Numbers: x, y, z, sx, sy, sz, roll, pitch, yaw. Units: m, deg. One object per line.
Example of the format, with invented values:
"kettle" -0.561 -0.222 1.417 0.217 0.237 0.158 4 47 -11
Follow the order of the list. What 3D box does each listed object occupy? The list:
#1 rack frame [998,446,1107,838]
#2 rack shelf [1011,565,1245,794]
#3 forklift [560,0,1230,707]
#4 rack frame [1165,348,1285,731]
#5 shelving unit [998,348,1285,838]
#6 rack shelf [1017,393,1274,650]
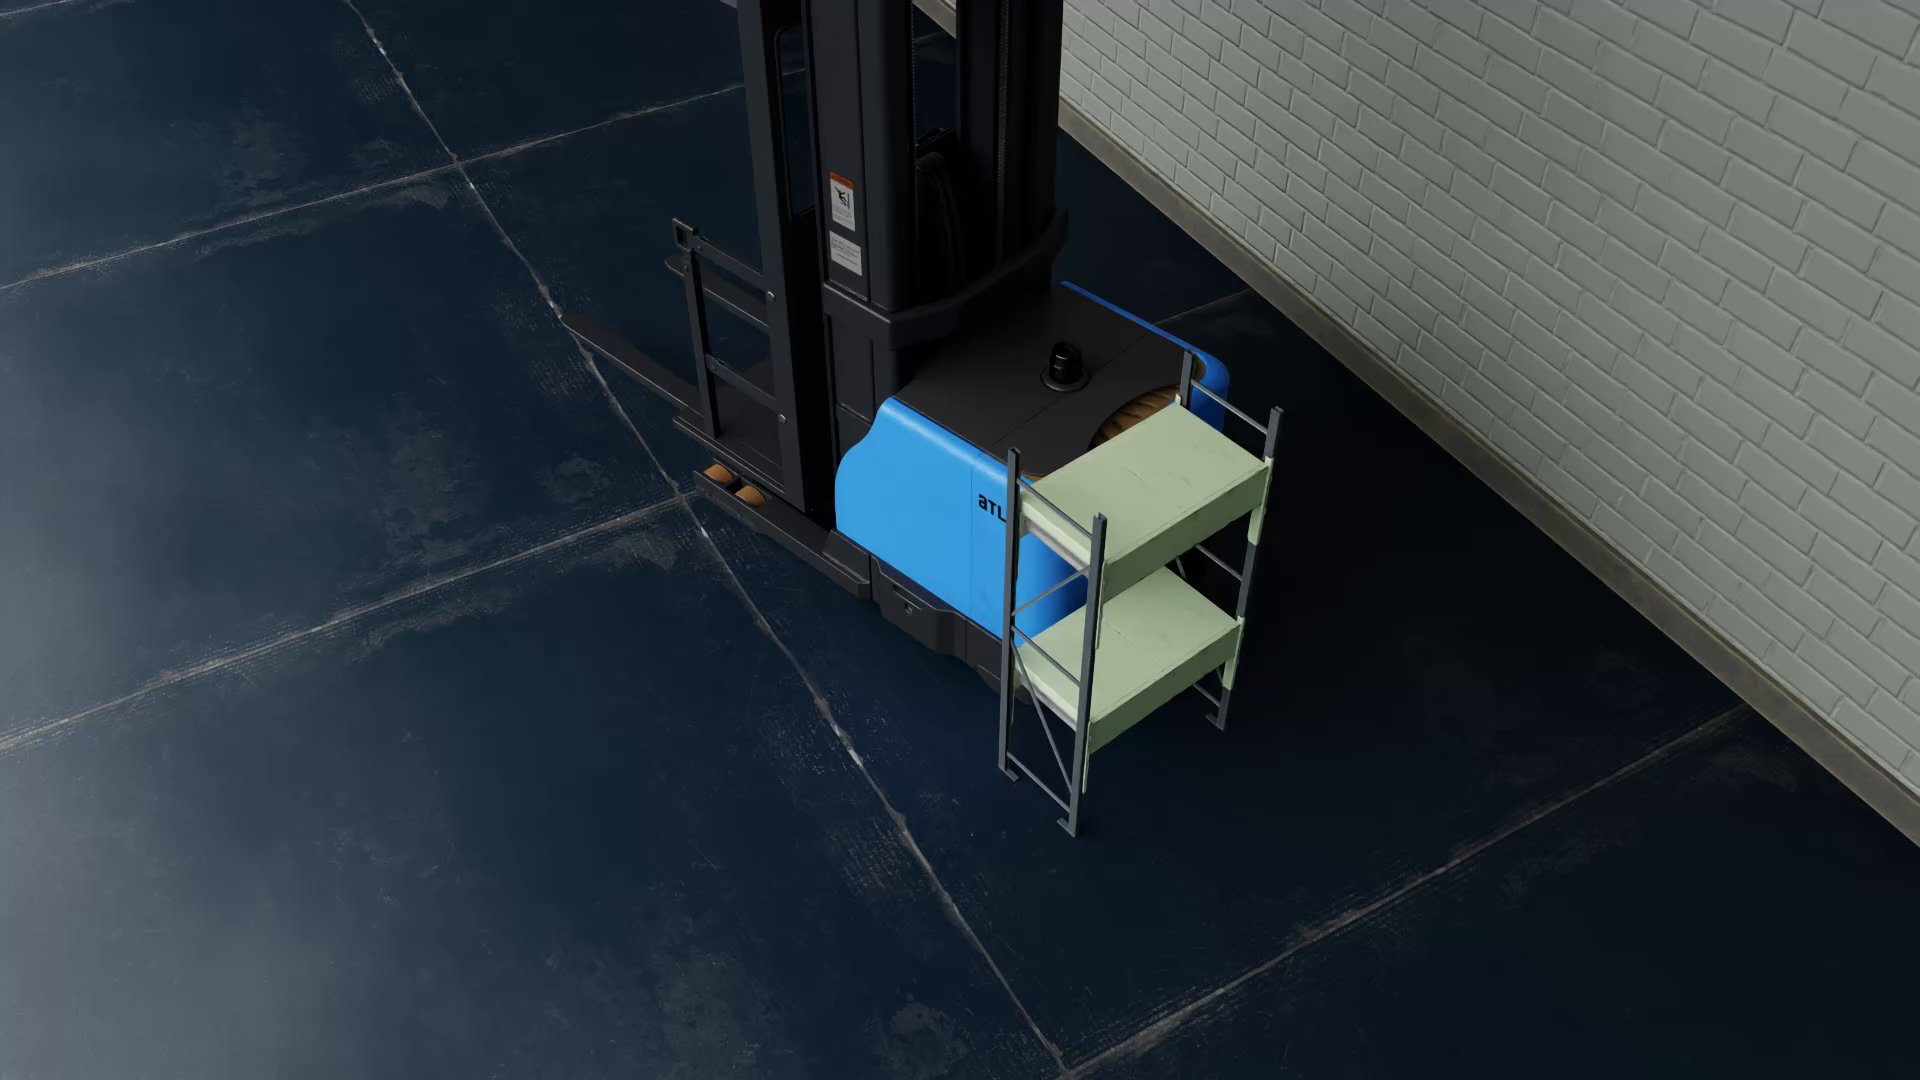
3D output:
"rack frame" 0.275 0.373 5.287 0.023 1.500 0.400 -30 52 -27
"rack shelf" 0.555 0.443 5.683 0.720 0.370 0.431 -30 52 -27
"forklift" -0.458 -1.345 6.032 3.031 2.935 1.130 33 53 29
"rack frame" 0.837 0.046 5.624 0.023 1.500 0.400 -30 52 -27
"shelving unit" 0.556 0.210 5.456 0.755 1.500 0.431 -30 52 -27
"rack shelf" 0.557 -0.069 5.183 0.720 0.370 0.431 -30 52 -27
